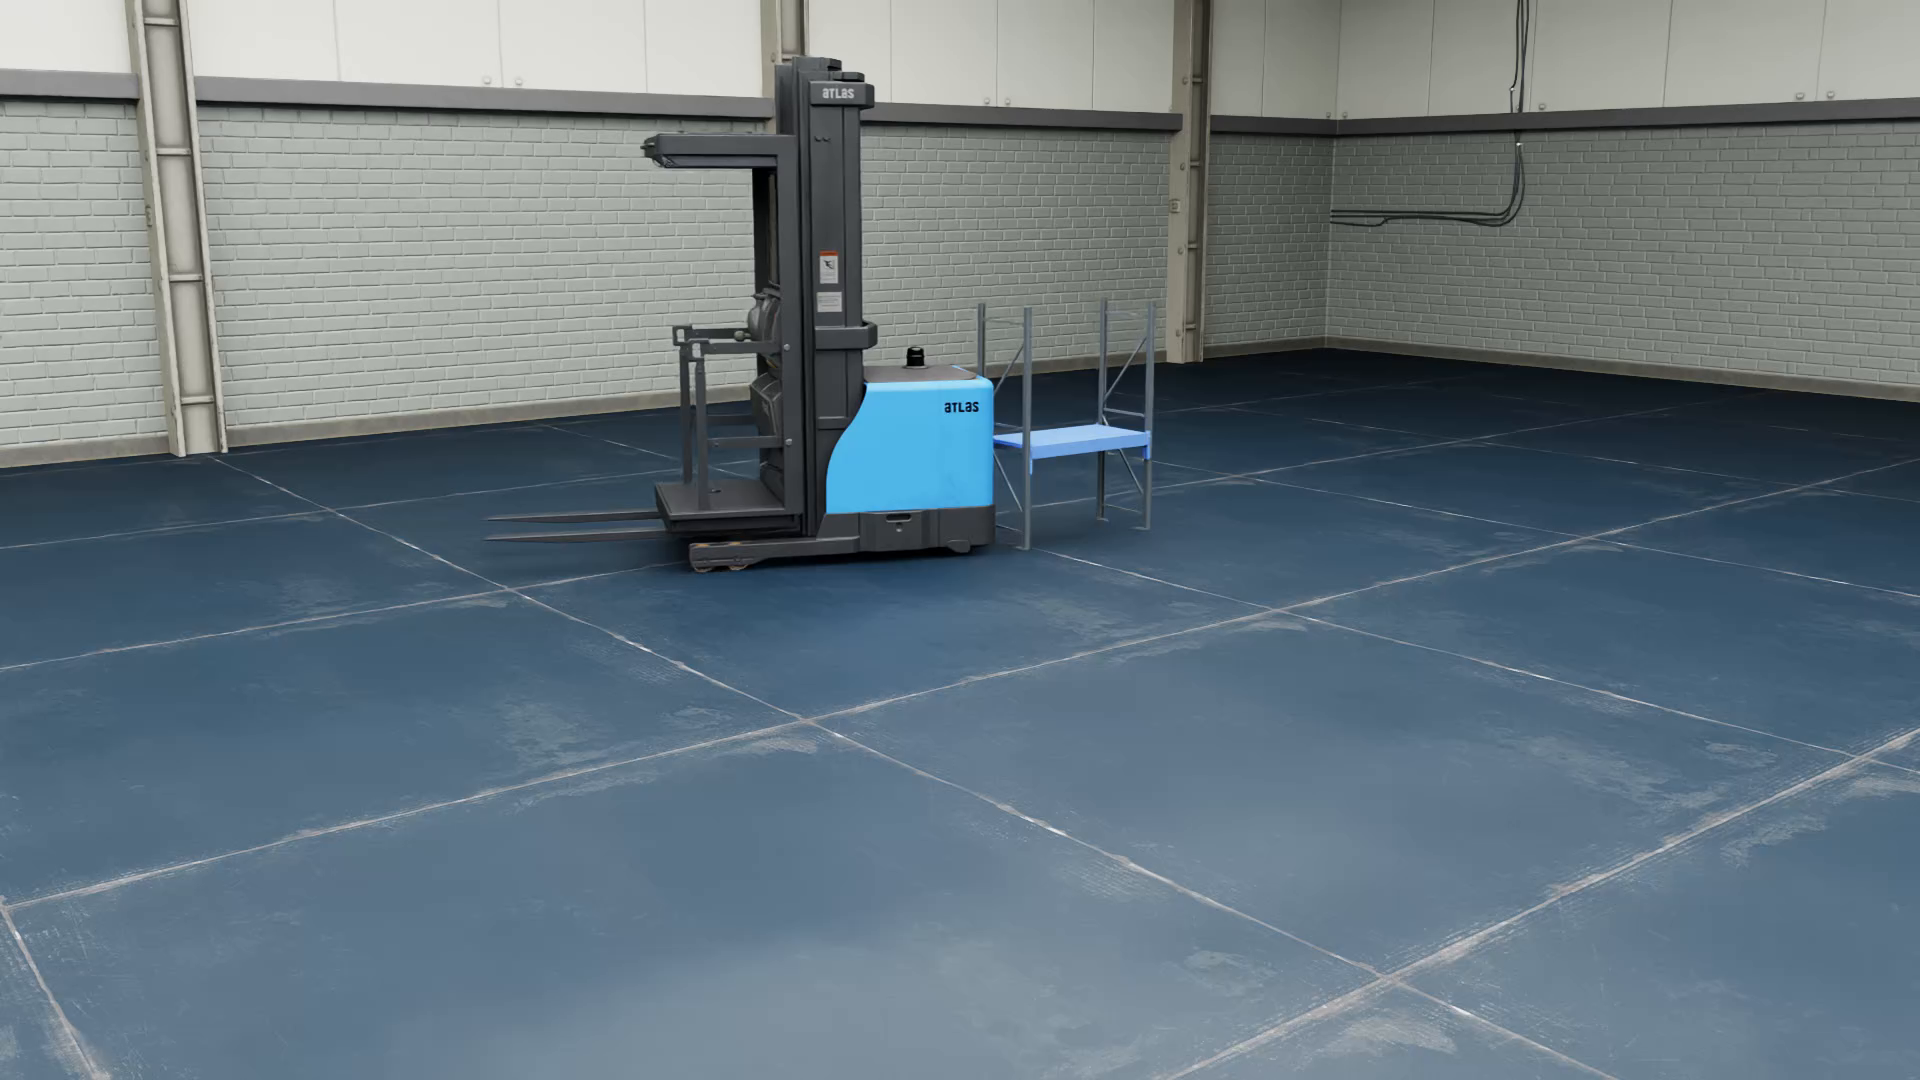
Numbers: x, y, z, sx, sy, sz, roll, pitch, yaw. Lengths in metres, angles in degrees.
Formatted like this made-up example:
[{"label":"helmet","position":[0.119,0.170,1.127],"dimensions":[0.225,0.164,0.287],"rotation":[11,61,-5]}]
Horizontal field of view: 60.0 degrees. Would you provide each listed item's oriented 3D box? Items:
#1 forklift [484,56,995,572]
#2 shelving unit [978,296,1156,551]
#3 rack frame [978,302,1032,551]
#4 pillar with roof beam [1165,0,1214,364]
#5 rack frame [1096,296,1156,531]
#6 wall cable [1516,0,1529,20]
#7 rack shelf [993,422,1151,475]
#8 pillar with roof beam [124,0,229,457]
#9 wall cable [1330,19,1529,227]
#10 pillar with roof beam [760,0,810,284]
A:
[{"label":"forklift","position":[-1.358,-1.366,10.004],"dimensions":[3.031,2.935,1.130],"rotation":[-3,12,-14]},{"label":"shelving unit","position":[0.681,-0.773,10.660],"dimensions":[1.048,1.500,0.538],"rotation":[-9,15,-36]},{"label":"rack frame","position":[0.273,-0.710,10.363],"dimensions":[0.032,1.500,0.500],"rotation":[-9,15,-36]},{"label":"pillar with roof beam","position":[5.583,-6.009,17.262],"dimensions":[0.400,9.000,9.100],"rotation":[-9,15,-38]},{"label":"rack frame","position":[1.089,-0.836,10.956],"dimensions":[0.032,1.500,0.500],"rotation":[-9,15,-36]},{"label":"wall cable","position":[7.710,-7.388,19.072],"dimensions":[0.112,2.526,3.097],"rotation":[-9,15,-38]},{"label":"rack shelf","position":[0.681,-0.597,10.697],"dimensions":[1.000,0.185,0.538],"rotation":[-9,15,-36]},{"label":"pillar with roof beam","position":[-3.787,-4.452,9.929],"dimensions":[0.400,9.000,9.100],"rotation":[-9,15,-38]},{"label":"wall cable","position":[6.020,-5.356,21.663],"dimensions":[0.112,2.526,3.097],"rotation":[-9,15,-38]},{"label":"pillar with roof beam","position":[0.898,-5.230,13.595],"dimensions":[0.400,9.000,9.100],"rotation":[-9,15,-38]}]
